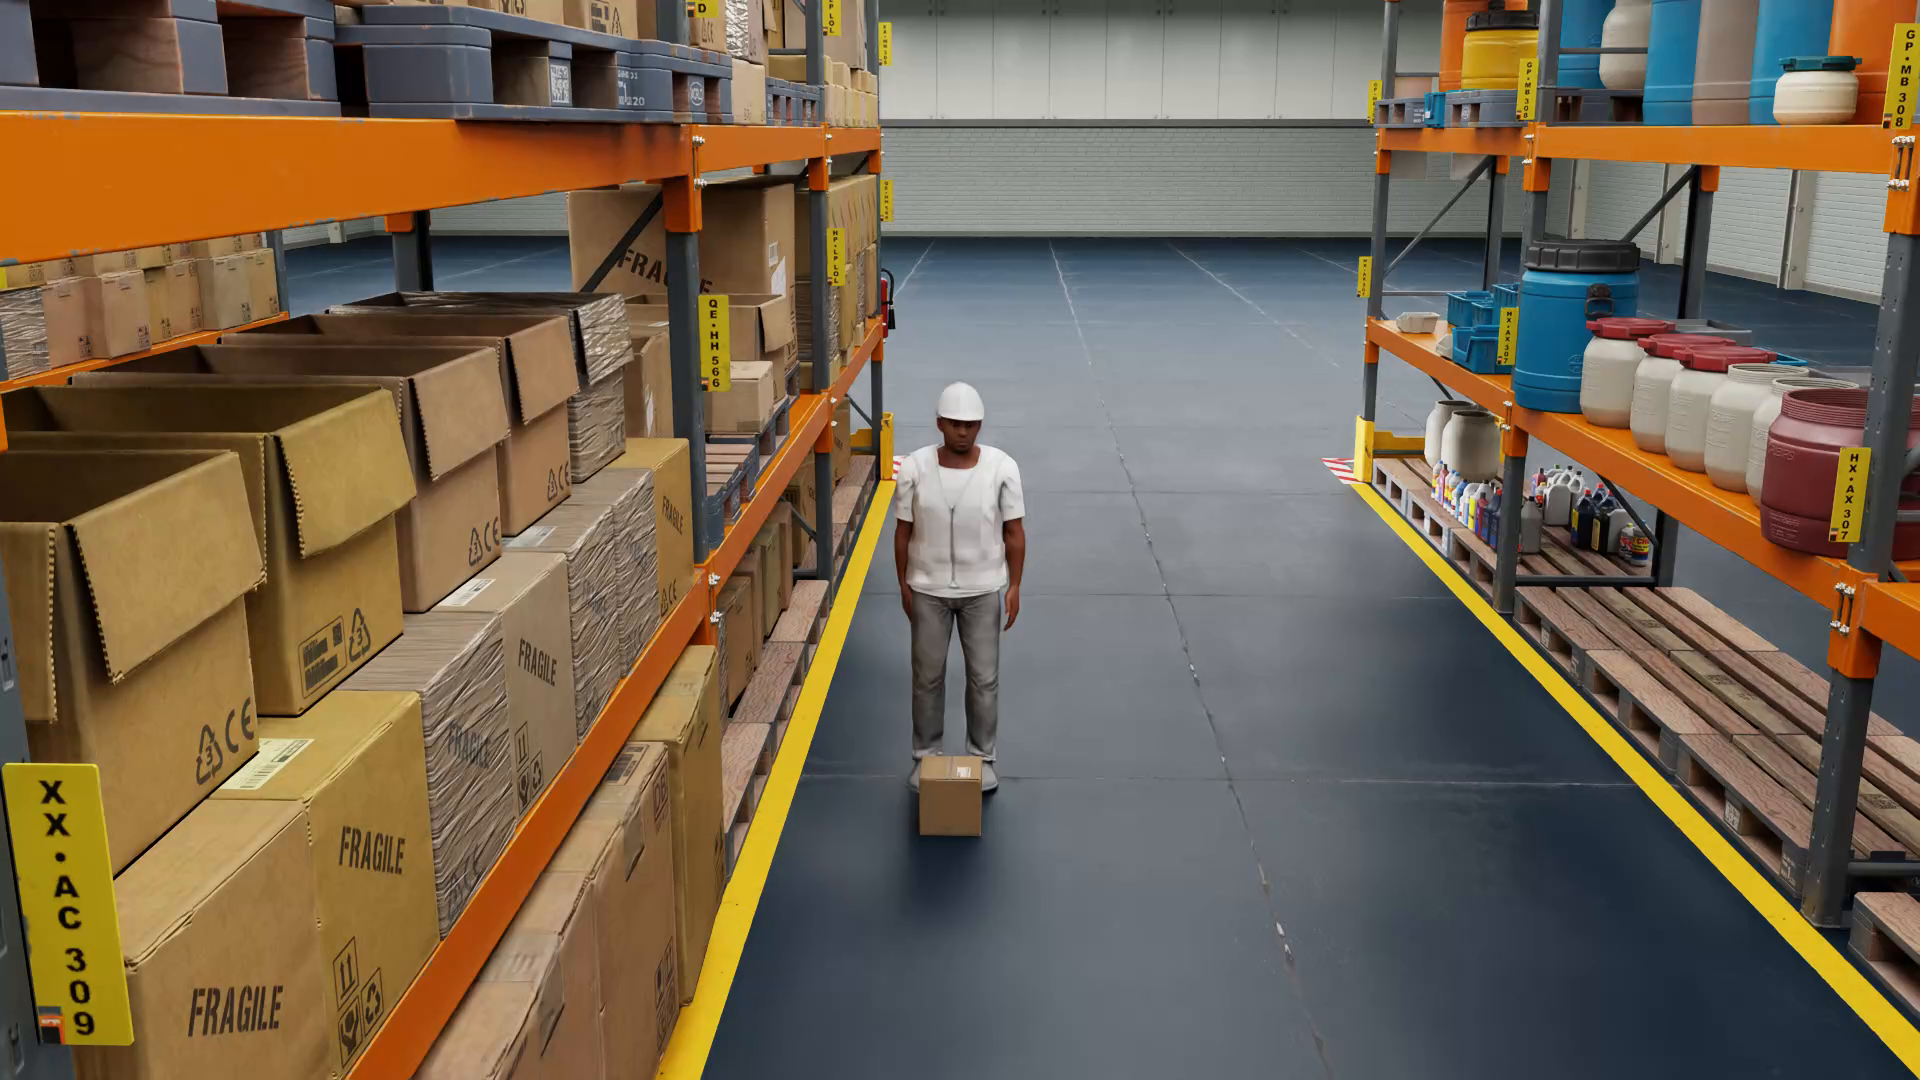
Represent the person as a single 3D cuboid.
[{"bbox_3d":[-0.004,0.208,7.130,0.564,1.774,0.358,1,14,3],"label":"person"}]
